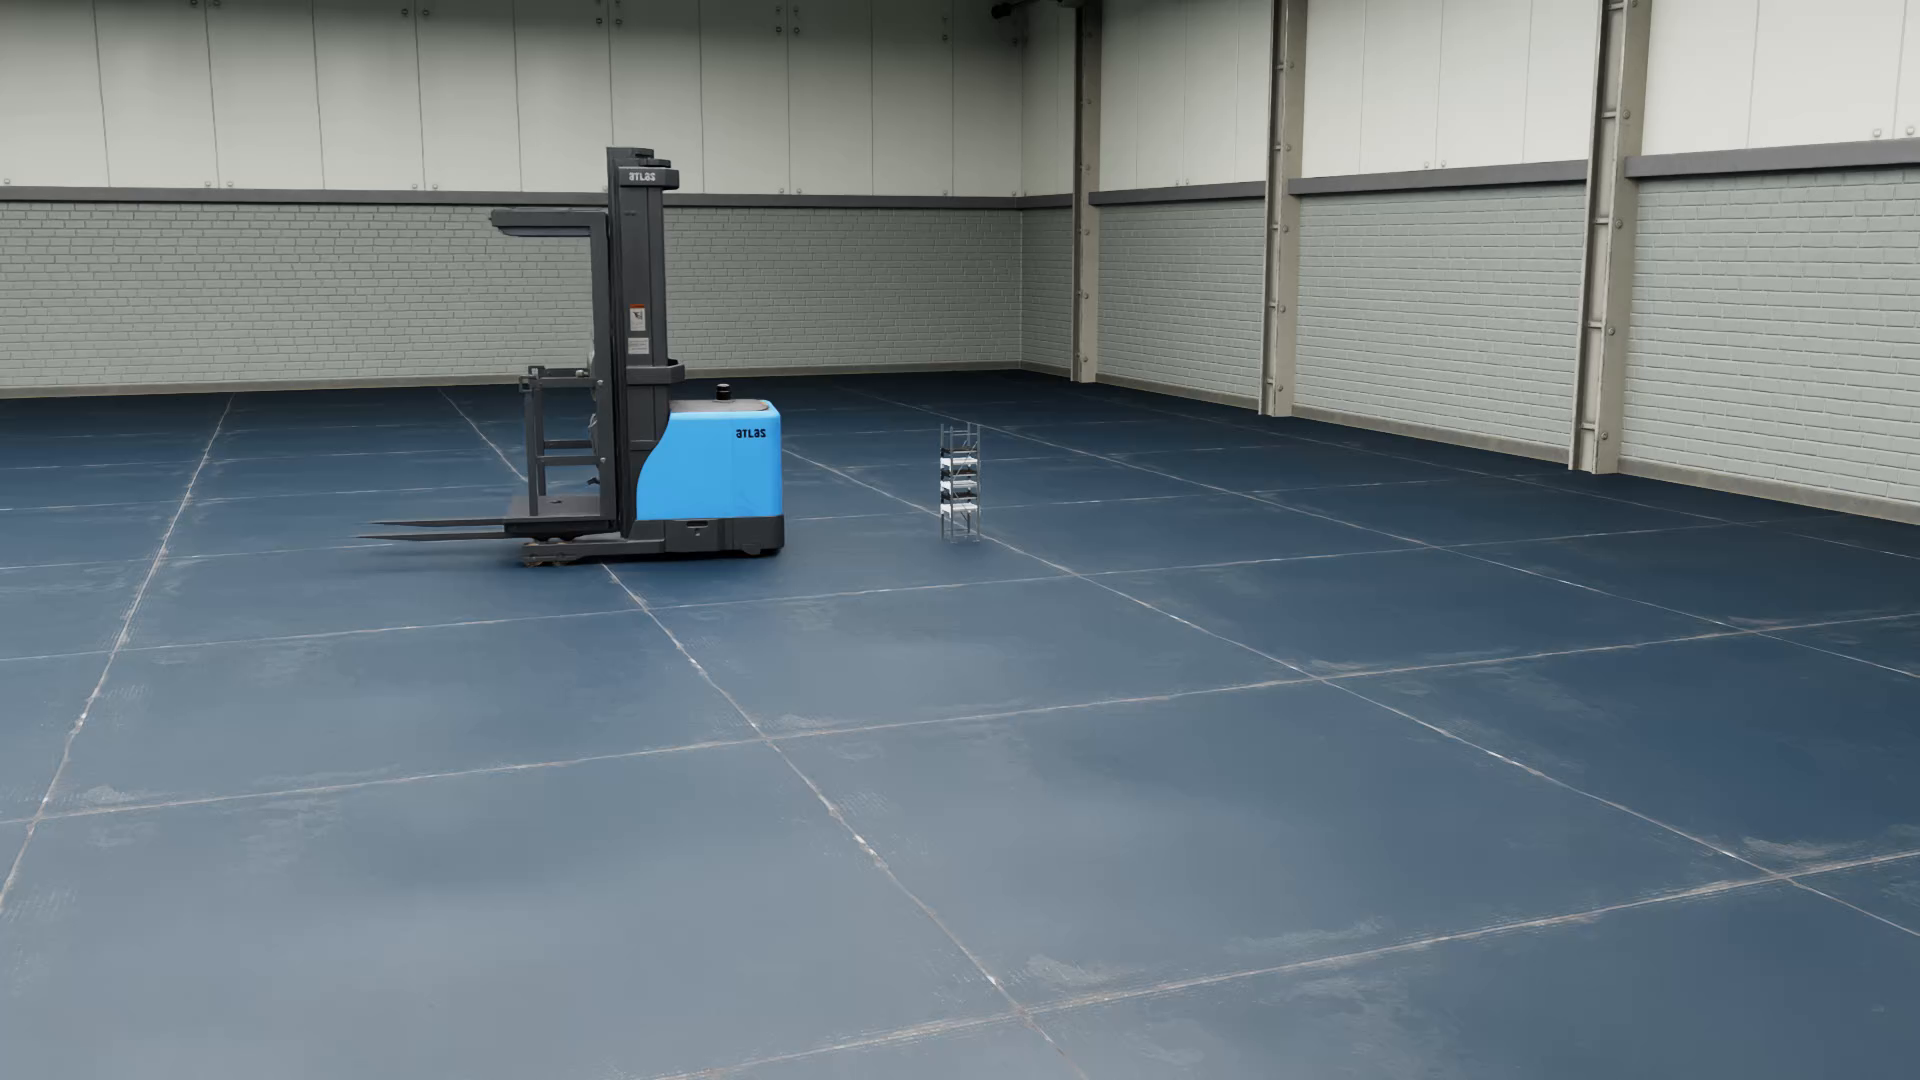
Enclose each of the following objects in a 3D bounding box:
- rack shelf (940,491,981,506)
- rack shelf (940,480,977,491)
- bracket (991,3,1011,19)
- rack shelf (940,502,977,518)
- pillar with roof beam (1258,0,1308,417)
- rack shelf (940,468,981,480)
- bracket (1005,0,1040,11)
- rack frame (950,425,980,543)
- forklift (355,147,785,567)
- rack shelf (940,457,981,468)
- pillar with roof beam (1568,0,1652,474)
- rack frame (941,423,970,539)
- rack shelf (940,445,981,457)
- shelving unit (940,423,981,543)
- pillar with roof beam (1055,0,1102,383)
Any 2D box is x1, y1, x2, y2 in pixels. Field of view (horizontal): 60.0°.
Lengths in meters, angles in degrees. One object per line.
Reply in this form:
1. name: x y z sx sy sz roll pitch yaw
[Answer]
1. rack shelf: 0.003 -0.320 12.855 0.258 0.077 0.200 -4 11 -21
2. rack shelf: 0.003 -0.409 12.840 0.258 0.077 0.200 -4 11 -21
3. bracket: 0.734 -9.294 29.194 0.235 0.232 0.430 -4 11 -21
4. rack shelf: 0.003 -0.232 12.871 0.258 0.077 0.200 -4 11 -21
5. pillar with roof beam: 0.236 -5.837 20.038 9.100 9.000 0.400 -4 11 -21
6. rack shelf: 0.003 -0.498 12.824 0.258 0.077 0.200 -4 11 -21
7. bracket: 0.948 -9.197 28.652 0.076 0.066 3.189 -4 11 -21
8. rack frame: 0.040 -0.425 12.741 0.240 0.900 0.006 -4 11 -21
9. forklift: -2.861 -1.354 12.163 3.031 2.935 1.130 -2 10 -10
10. rack shelf: 0.003 -0.586 12.808 0.258 0.077 0.200 -4 11 -21
11. pillar with roof beam: 2.410 -4.857 14.533 9.100 9.000 0.400 -4 11 -21
12. rack frame: -0.034 -0.458 12.927 0.240 0.900 0.006 -4 11 -21
13. rack shelf: 0.003 -0.675 12.792 0.258 0.077 0.200 -4 11 -21
14. shelving unit: 0.003 -0.442 12.834 0.258 0.900 0.210 -4 11 -21
15. pillar with roof beam: -1.938 -6.816 25.544 9.100 9.000 0.548 -4 11 -21
